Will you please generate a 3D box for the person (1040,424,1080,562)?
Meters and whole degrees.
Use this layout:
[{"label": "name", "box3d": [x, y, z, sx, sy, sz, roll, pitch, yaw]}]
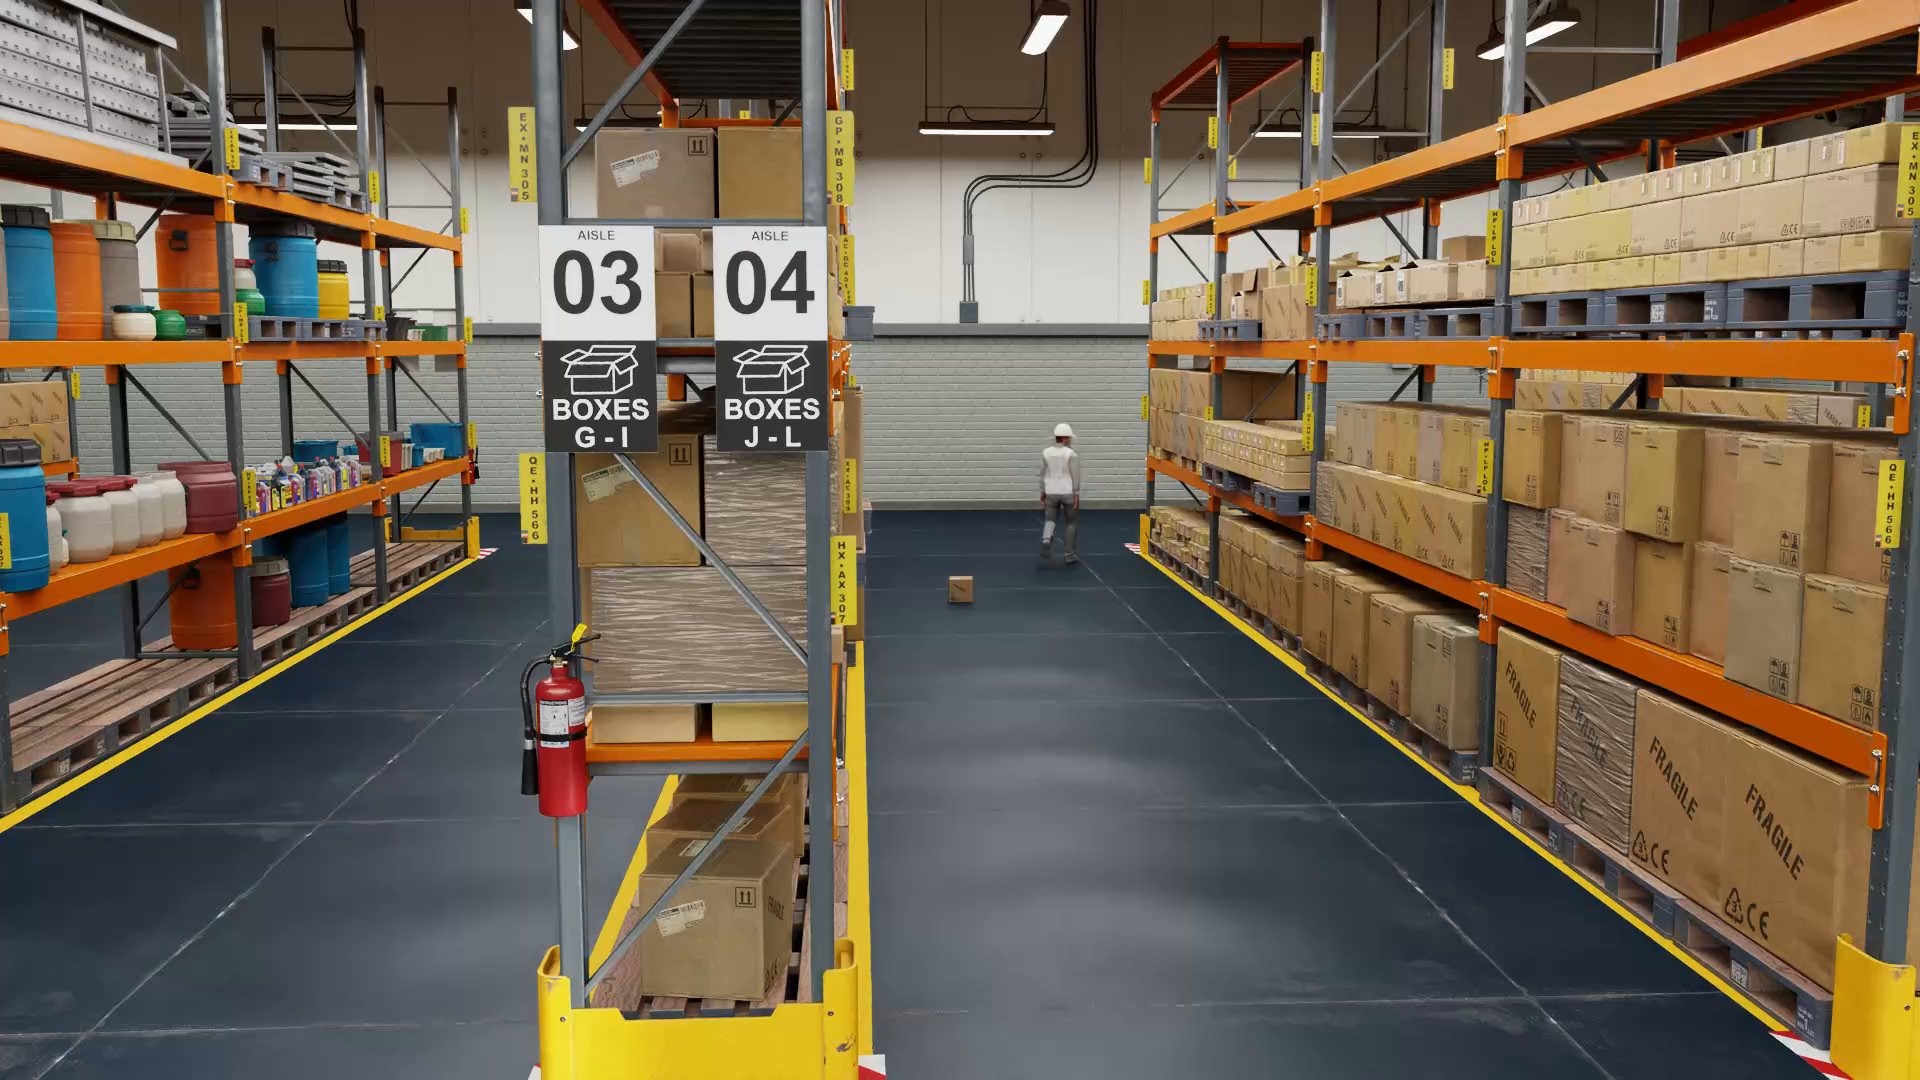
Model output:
[{"label": "person", "box3d": [1.267, -0.584, 20.950, 0.549, 1.753, 0.725, 3, 7, 23]}]
